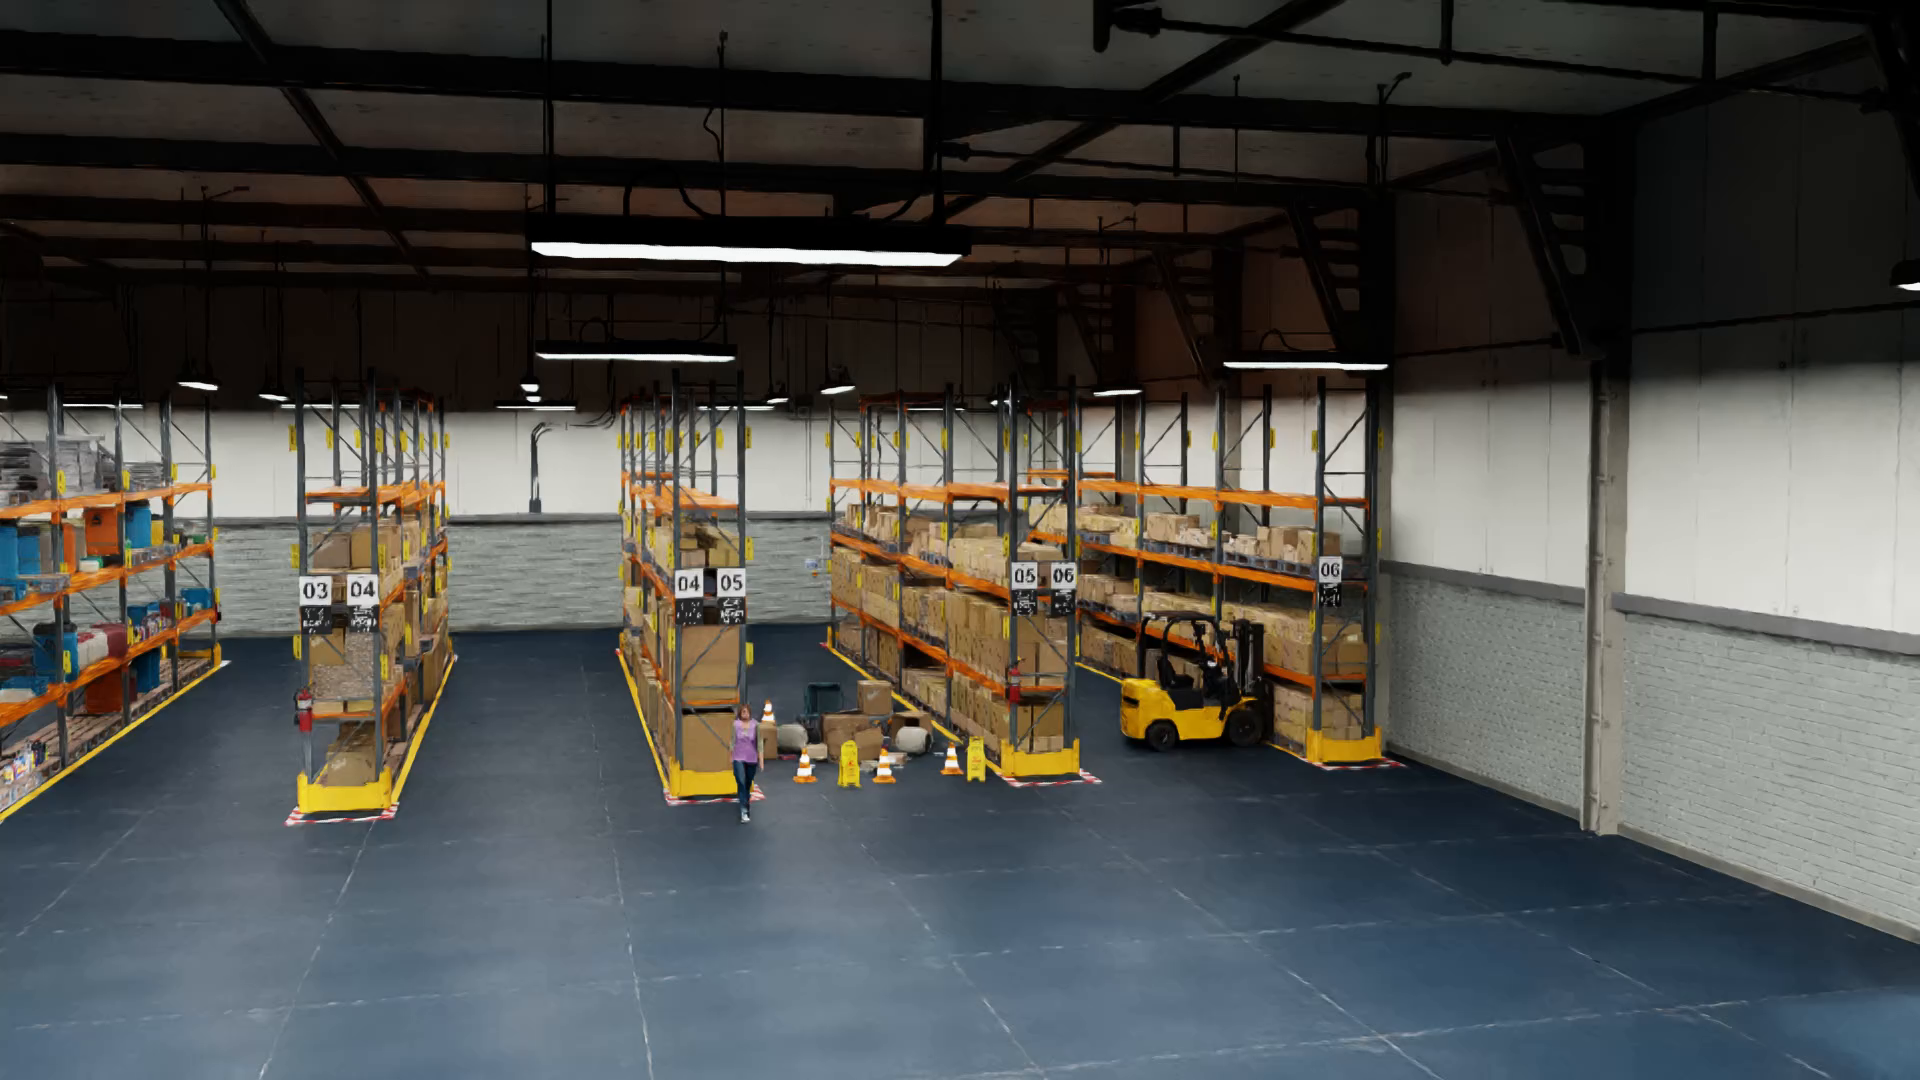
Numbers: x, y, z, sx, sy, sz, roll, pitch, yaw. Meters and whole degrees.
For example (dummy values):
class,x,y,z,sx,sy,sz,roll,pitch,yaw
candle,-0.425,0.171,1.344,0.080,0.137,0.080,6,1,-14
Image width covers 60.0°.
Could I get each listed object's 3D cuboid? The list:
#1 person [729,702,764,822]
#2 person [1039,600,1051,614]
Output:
class,x,y,z,sx,sy,sz,roll,pitch,yaw
person,-2.827,2.921,22.072,0.430,1.508,0.949,-1,4,-15
person,2.300,1.597,43.264,0.552,1.663,0.575,-3,5,-42
